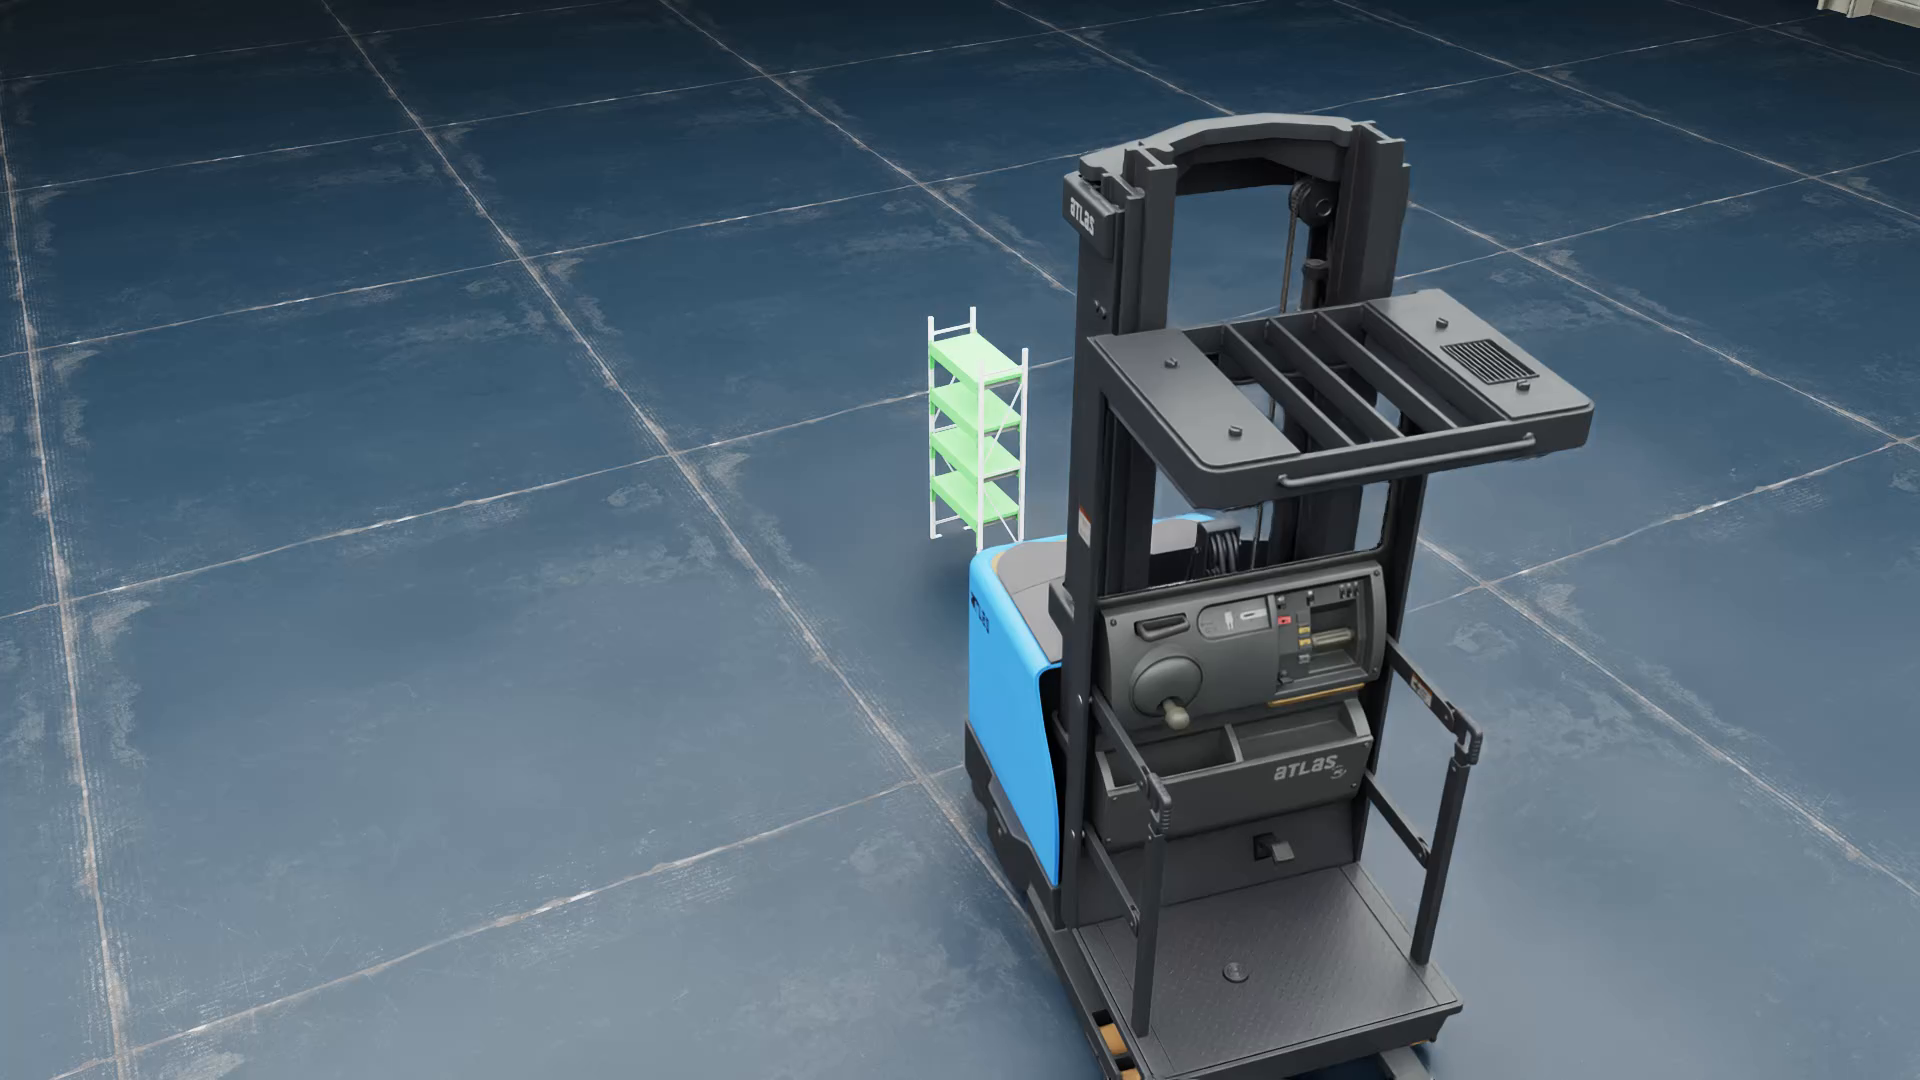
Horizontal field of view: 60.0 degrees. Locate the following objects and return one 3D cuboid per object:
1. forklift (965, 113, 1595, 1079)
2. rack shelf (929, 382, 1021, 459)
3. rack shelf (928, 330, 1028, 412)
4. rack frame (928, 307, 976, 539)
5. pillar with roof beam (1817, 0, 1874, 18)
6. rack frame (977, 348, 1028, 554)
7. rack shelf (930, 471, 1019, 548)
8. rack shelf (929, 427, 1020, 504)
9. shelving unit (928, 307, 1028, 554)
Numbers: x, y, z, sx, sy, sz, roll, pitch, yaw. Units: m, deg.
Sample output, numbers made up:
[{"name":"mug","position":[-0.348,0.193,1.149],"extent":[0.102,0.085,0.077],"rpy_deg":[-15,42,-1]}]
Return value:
[{"name":"forklift","position":[0.950,0.384,4.933],"extent":[1.130,2.935,3.031],"rpy_deg":[-10,34,-15]},{"name":"rack shelf","position":[0.077,-0.574,7.708],"extent":[0.258,0.148,0.480],"rpy_deg":[-16,36,-23]},{"name":"rack shelf","position":[0.077,-0.777,7.579],"extent":[0.258,0.148,0.480],"rpy_deg":[-16,36,-23]},{"name":"rack frame","position":[-0.037,-0.543,7.985],"extent":[0.240,1.200,0.015],"rpy_deg":[-16,36,-23]},{"name":"pillar with roof beam","position":[4.899,-7.915,12.263],"extent":[9.100,9.000,0.400],"rpy_deg":[-16,36,-23]},{"name":"rack frame","position":[0.191,-0.310,7.621],"extent":[0.240,1.200,0.015],"rpy_deg":[-16,36,-23]},{"name":"rack shelf","position":[0.077,-0.170,7.967],"extent":[0.258,0.148,0.480],"rpy_deg":[-16,36,-23]},{"name":"rack shelf","position":[0.077,-0.372,7.837],"extent":[0.258,0.148,0.480],"rpy_deg":[-16,36,-23]},{"name":"shelving unit","position":[0.077,-0.426,7.803],"extent":[0.258,1.200,0.503],"rpy_deg":[-16,36,-23]}]
